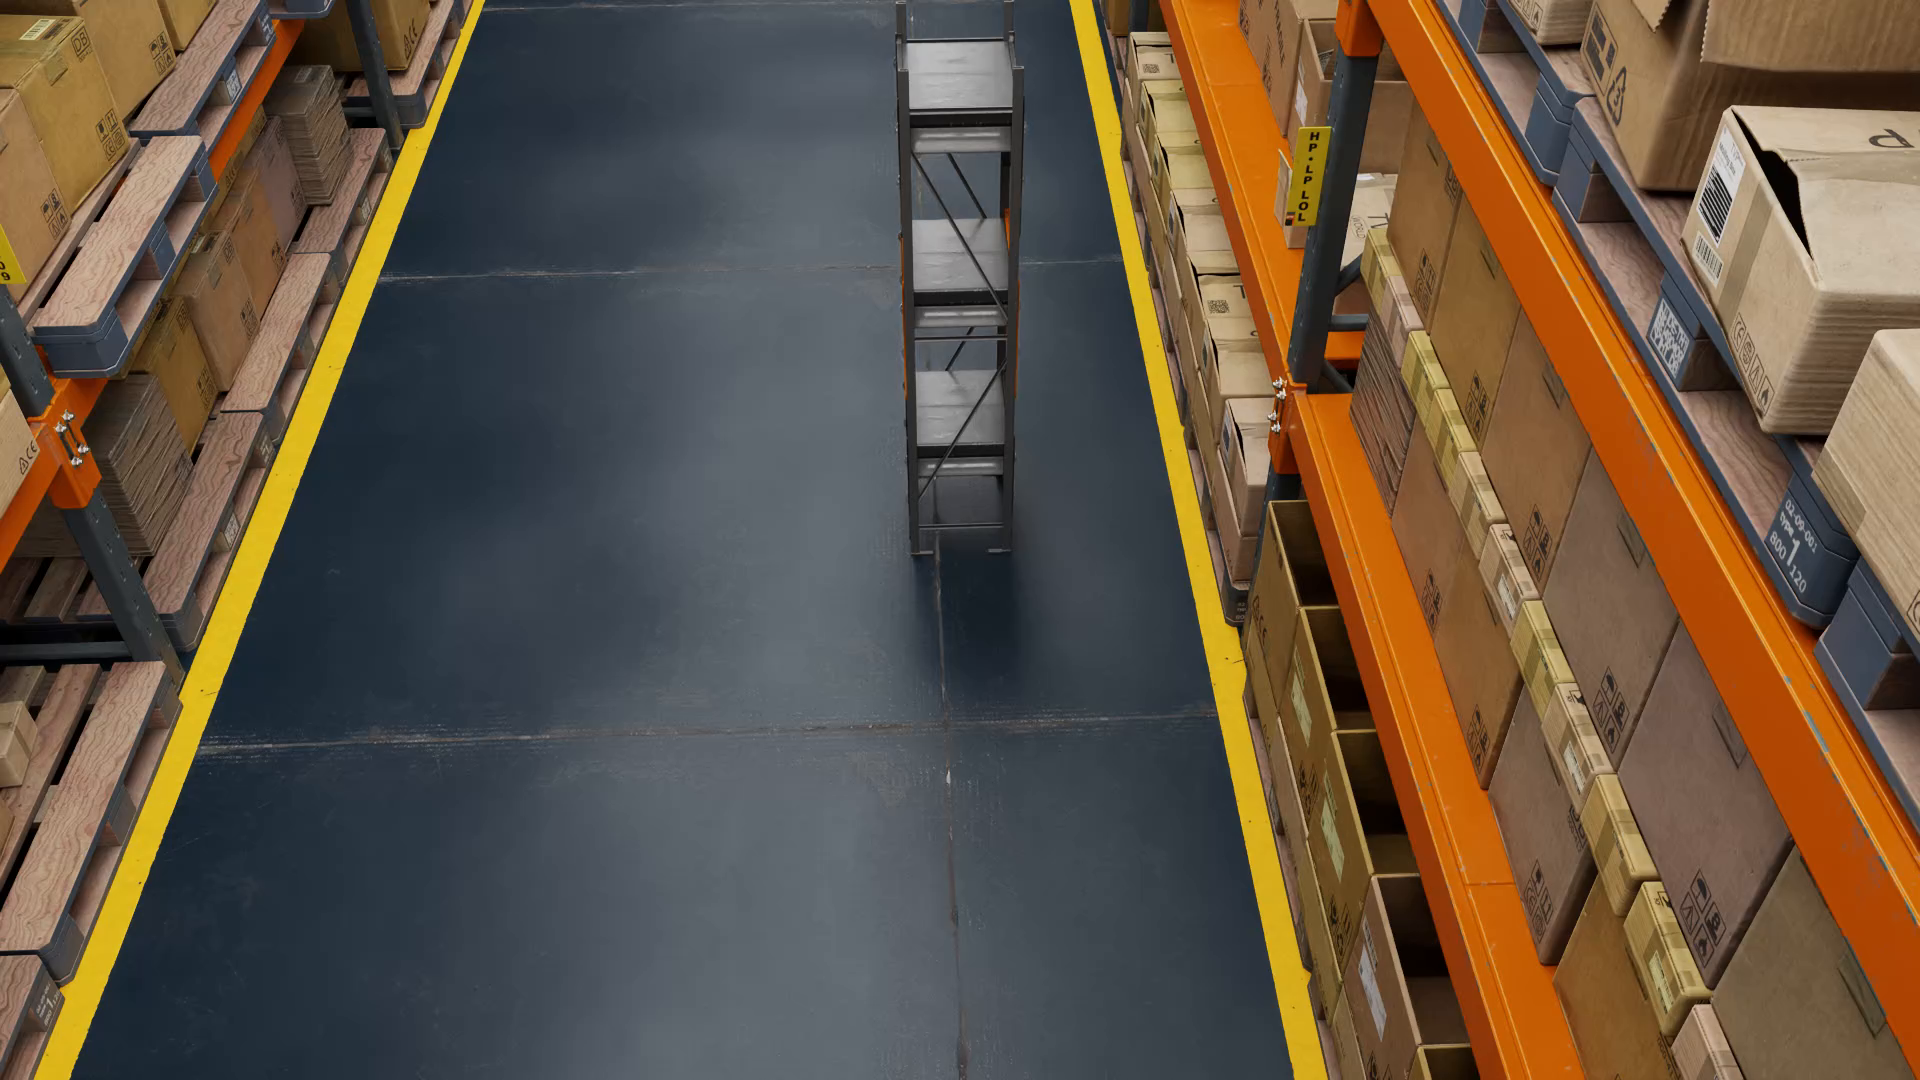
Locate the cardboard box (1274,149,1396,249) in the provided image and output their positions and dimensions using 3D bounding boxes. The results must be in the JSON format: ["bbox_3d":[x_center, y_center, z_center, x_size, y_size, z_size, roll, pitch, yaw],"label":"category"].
[{"bbox_3d":[1.347,-1.231,5.972,0.396,0.266,0.258,-3,43,-3],"label":"cardboard box"}]

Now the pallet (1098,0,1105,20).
[{"bbox_3d":[1.355,-3.691,10.621,1.003,0.211,1.213,-2,43,-2],"label":"pallet"}]

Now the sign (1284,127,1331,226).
[{"bbox_3d":[1.026,-1.067,4.896,0.100,0.325,0.005,-2,43,-2],"label":"sign"}]

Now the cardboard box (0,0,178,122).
[{"bbox_3d":[-3.444,-1.912,6.216,0.700,0.500,0.500,4,43,4],"label":"cardboard box"}]

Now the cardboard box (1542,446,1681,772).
[{"bbox_3d":[1.657,0.109,3.377,0.700,0.500,0.500,-2,43,-2],"label":"cardboard box"}]

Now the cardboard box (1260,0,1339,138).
[{"bbox_3d":[1.508,-1.941,6.574,0.500,0.500,0.500,-2,43,-2],"label":"cardboard box"}]

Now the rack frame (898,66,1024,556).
[{"bbox_3d":[0.003,-0.721,5.983,0.400,2.100,0.015,-2,43,-2],"label":"rack frame"}]

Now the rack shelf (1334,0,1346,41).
[{"bbox_3d":[1.483,-2.883,5.987,1.077,0.370,4.000,-2,43,-2],"label":"rack shelf"}]

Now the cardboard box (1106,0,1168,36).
[{"bbox_3d":[1.124,-3.258,9.608,0.500,0.500,0.500,0,43,0],"label":"cardboard box"}]

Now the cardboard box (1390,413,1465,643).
[{"bbox_3d":[1.622,-0.074,4.536,0.700,0.500,0.500,-2,43,-2],"label":"cardboard box"}]

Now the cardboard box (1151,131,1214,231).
[{"bbox_3d":[1.177,-1.679,7.671,0.500,0.311,0.500,-3,43,-3],"label":"cardboard box"}]

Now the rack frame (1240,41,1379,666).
[{"bbox_3d":[1.568,-0.692,5.285,1.000,3.000,0.127,-2,43,-2],"label":"rack frame"}]

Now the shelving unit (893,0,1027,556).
[{"bbox_3d":[-0.007,-0.886,6.162,0.431,2.100,0.503,-2,43,-2],"label":"shelving unit"}]

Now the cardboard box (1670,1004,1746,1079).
[{"bbox_3d":[1.499,0.961,2.928,0.380,0.149,0.250,-1,43,-1],"label":"cardboard box"}]

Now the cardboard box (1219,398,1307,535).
[{"bbox_3d":[1.264,-0.305,6.172,0.500,0.311,0.500,-2,43,-2],"label":"cardboard box"}]

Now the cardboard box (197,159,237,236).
[{"bbox_3d":[-3.480,-1.547,7.187,0.500,0.250,0.500,-2,43,-2],"label":"cardboard box"}]

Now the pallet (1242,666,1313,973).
[{"bbox_3d":[1.560,0.874,5.640,1.003,0.211,1.213,-2,43,-2],"label":"pallet"}]

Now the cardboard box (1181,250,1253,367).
[{"bbox_3d":[1.217,-0.993,6.923,0.500,0.311,0.500,-2,43,-2],"label":"cardboard box"}]

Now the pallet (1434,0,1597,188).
[{"bbox_3d":[1.630,-1.190,3.674,1.003,0.211,1.213,-2,43,-2],"label":"pallet"}]

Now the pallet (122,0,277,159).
[{"bbox_3d":[-3.426,-1.842,6.681,1.003,0.211,1.213,-2,43,-2],"label":"pallet"}]

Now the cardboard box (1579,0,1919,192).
[{"bbox_3d":[1.512,-0.927,2.830,0.797,0.503,0.637,3,43,3],"label":"cardboard box"}]

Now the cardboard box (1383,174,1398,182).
[{"bbox_3d":[1.734,-1.203,6.029,0.380,0.149,0.250,-2,43,-2],"label":"cardboard box"}]

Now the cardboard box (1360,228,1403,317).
[{"bbox_3d":[1.386,-0.781,4.828,0.380,0.149,0.250,-2,43,-2],"label":"cardboard box"}]

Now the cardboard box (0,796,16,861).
[{"bbox_3d":[-3.297,0.912,5.060,0.500,0.500,0.500,-5,43,-5],"label":"cardboard box"}]

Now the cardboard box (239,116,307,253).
[{"bbox_3d":[-3.563,-1.653,7.857,0.700,0.500,0.500,-2,43,-2],"label":"cardboard box"}]

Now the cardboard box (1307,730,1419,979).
[{"bbox_3d":[1.317,0.888,4.731,0.500,0.500,0.500,-2,43,-2],"label":"cardboard box"}]

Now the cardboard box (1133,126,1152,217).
[{"bbox_3d":[1.149,-1.832,8.253,0.500,0.250,0.500,-3,43,-3],"label":"cardboard box"}]

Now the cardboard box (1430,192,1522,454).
[{"bbox_3d":[1.616,-0.567,4.114,0.700,0.500,0.500,-2,43,-2],"label":"cardboard box"}]

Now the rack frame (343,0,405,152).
[{"bbox_3d":[-3.551,-3.248,8.073,1.000,3.000,0.127,-2,43,-2],"label":"rack frame"}]

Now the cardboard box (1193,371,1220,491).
[{"bbox_3d":[1.241,-0.446,6.741,0.500,0.250,0.500,-2,43,-2],"label":"cardboard box"}]

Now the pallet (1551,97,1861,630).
[{"bbox_3d":[1.679,-0.368,2.778,1.003,0.211,1.213,-2,43,-2],"label":"pallet"}]

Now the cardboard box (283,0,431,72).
[{"bbox_3d":[-3.451,-3.110,9.203,0.750,0.750,0.750,-2,43,-2],"label":"cardboard box"}]

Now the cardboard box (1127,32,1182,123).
[{"bbox_3d":[1.127,-2.378,8.434,0.500,0.311,0.500,0,43,0],"label":"cardboard box"}]

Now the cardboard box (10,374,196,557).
[{"bbox_3d":[-3.429,-0.284,6.365,0.700,0.500,0.500,0,43,0],"label":"cardboard box"}]

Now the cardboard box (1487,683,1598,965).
[{"bbox_3d":[1.662,0.611,3.789,0.700,0.500,0.500,0,43,-1],"label":"cardboard box"}]

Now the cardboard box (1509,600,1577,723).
[{"bbox_3d":[1.455,0.265,3.687,0.380,0.149,0.250,-2,43,-2],"label":"cardboard box"}]

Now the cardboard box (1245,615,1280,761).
[{"bbox_3d":[1.285,0.489,5.721,0.500,0.250,0.500,-2,43,-2],"label":"cardboard box"}]

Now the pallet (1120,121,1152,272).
[{"bbox_3d":[1.394,-1.807,8.566,1.003,0.211,1.213,-2,43,-2],"label":"pallet"}]

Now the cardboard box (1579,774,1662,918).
[{"bbox_3d":[1.475,0.606,3.315,0.380,0.149,0.250,-1,43,-1],"label":"cardboard box"}]

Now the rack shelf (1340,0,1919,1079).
[{"bbox_3d":[1.653,-0.182,3.041,1.077,0.370,4.000,-2,43,-2],"label":"rack shelf"}]

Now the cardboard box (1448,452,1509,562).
[{"bbox_3d":[1.430,-0.091,4.076,0.380,0.149,0.250,-3,43,-3],"label":"cardboard box"}]

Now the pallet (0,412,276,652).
[{"bbox_3d":[-3.416,-0.045,6.643,1.003,0.211,1.213,-2,43,-2],"label":"pallet"}]

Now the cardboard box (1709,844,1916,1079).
[{"bbox_3d":[1.701,0.787,2.637,0.700,0.500,0.500,-3,43,-3],"label":"cardboard box"}]

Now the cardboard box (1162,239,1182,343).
[{"bbox_3d":[1.199,-1.135,7.493,0.500,0.250,0.500,-1,43,-1],"label":"cardboard box"}]

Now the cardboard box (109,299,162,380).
[{"bbox_3d":[-3.451,-0.858,6.436,0.500,0.250,0.500,-2,43,-3],"label":"cardboard box"}]

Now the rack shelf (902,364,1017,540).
[{"bbox_3d":[-0.007,-0.360,6.645,0.431,0.518,0.480,-2,43,-2],"label":"rack shelf"}]

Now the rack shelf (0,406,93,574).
[{"bbox_3d":[-3.296,1.068,3.897,1.077,0.370,4.000,-2,43,-2],"label":"rack shelf"}]

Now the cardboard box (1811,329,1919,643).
[{"bbox_3d":[1.425,-0.018,2.027,0.500,0.250,0.500,-2,43,-2],"label":"cardboard box"}]

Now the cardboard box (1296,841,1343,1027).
[{"bbox_3d":[1.317,1.164,4.984,0.500,0.250,0.500,-2,43,-2],"label":"cardboard box"}]

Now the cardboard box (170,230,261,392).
[{"bbox_3d":[-3.482,-0.977,7.121,0.700,0.500,0.500,-1,43,-1],"label":"cardboard box"}]

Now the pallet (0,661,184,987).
[{"bbox_3d":[-3.317,0.933,5.576,1.003,0.211,1.213,-2,43,-2],"label":"pallet"}]

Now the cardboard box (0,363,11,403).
[{"bbox_3d":[-3.052,-0.465,4.579,0.500,0.500,0.500,-2,43,-2],"label":"cardboard box"}]

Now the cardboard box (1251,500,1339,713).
[{"bbox_3d":[1.275,0.212,5.467,0.500,0.500,0.500,-2,43,-2],"label":"cardboard box"}]

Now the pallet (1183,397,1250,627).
[{"bbox_3d":[1.498,-0.160,6.769,1.003,0.211,1.213,-2,43,-2],"label":"pallet"}]

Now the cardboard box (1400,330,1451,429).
[{"bbox_3d":[1.409,-0.437,4.453,0.380,0.149,0.250,-3,43,-3],"label":"cardboard box"}]

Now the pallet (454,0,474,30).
[{"bbox_3d":[-3.558,-3.576,10.495,1.003,0.211,1.213,-2,43,-2],"label":"pallet"}]

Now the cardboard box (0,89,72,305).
[{"bbox_3d":[-3.369,-1.091,5.321,0.700,0.500,0.500,-2,43,-2],"label":"cardboard box"}]

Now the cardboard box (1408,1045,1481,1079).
[{"bbox_3d":[1.361,1.563,3.994,0.500,0.500,0.500,-2,43,-2],"label":"cardboard box"}]
